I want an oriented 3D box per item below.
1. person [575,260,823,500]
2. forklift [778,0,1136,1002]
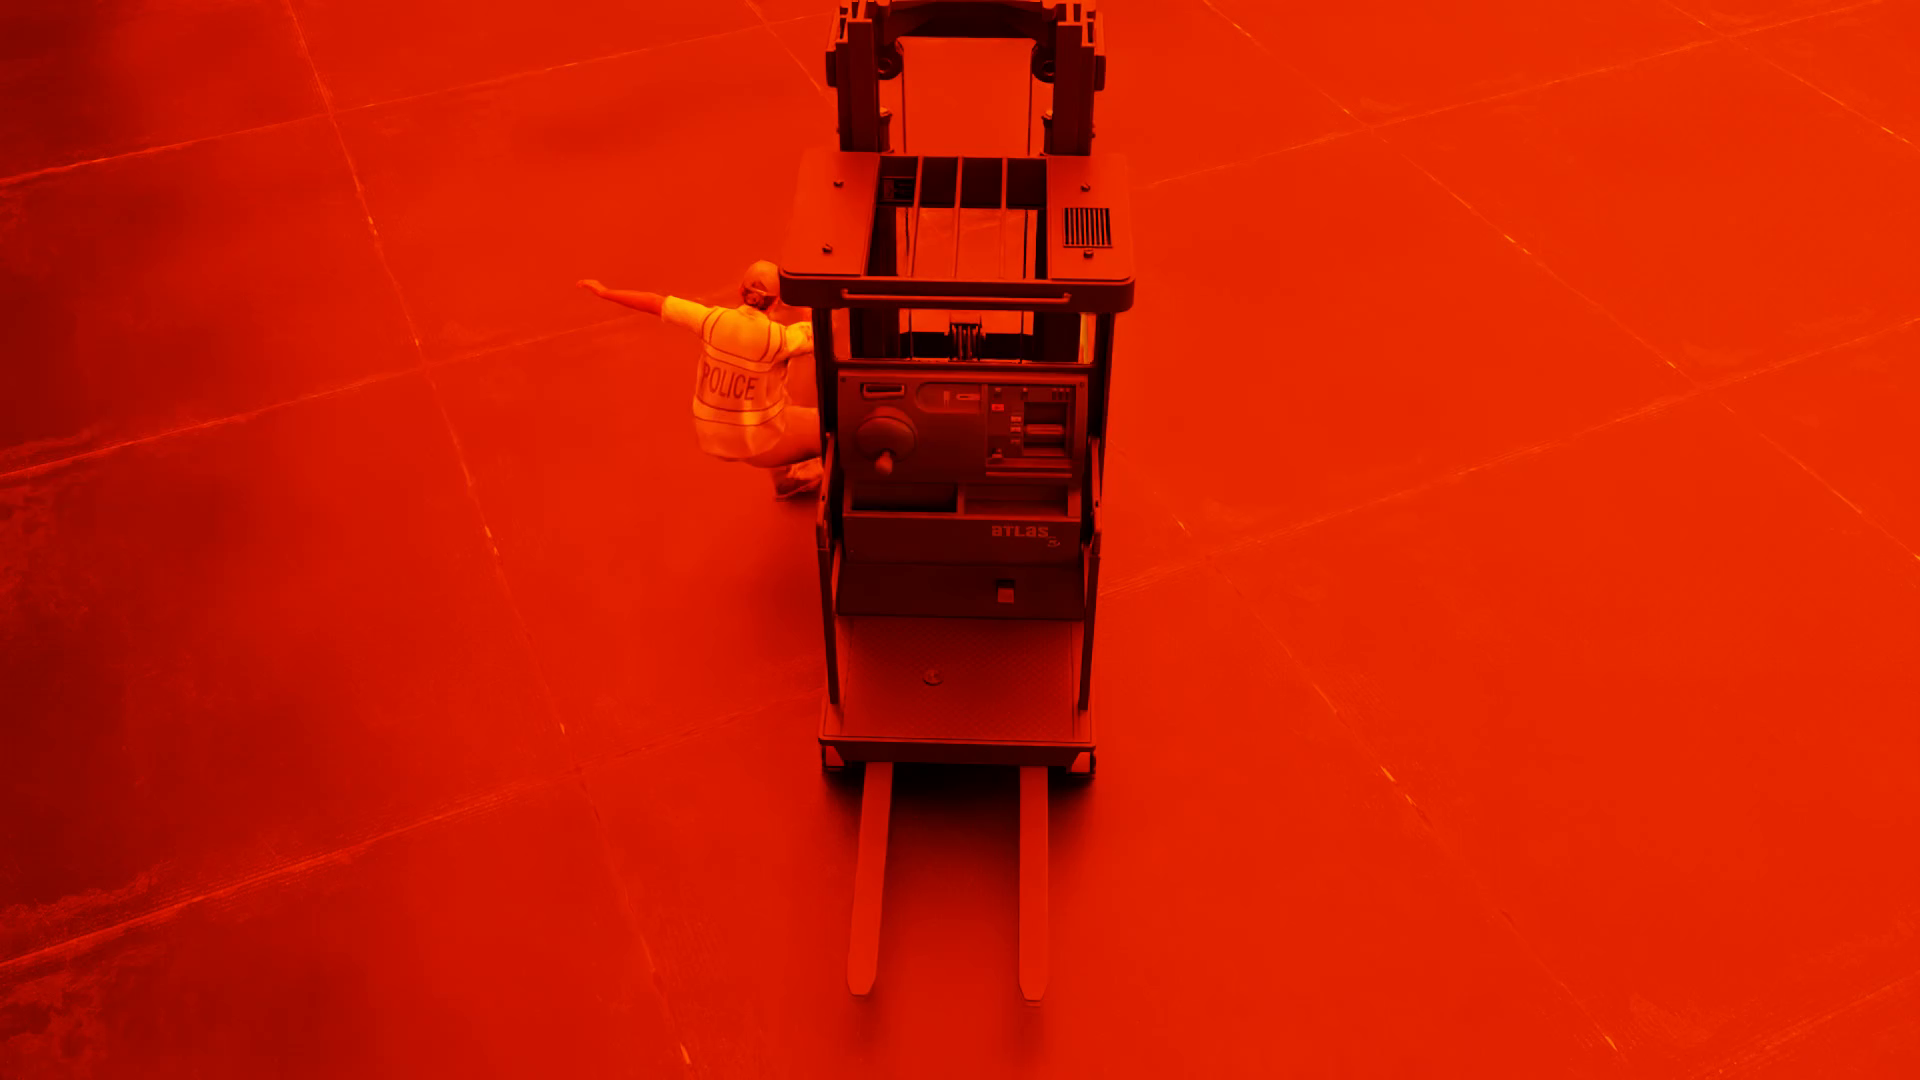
[{"bbox_3d":[-0.991,-0.667,7.578,1.418,1.360,0.721,16,45,17],"label":"person"},{"bbox_3d":[0.003,-0.346,6.051,1.130,2.935,3.031,1,43,1],"label":"forklift"}]
